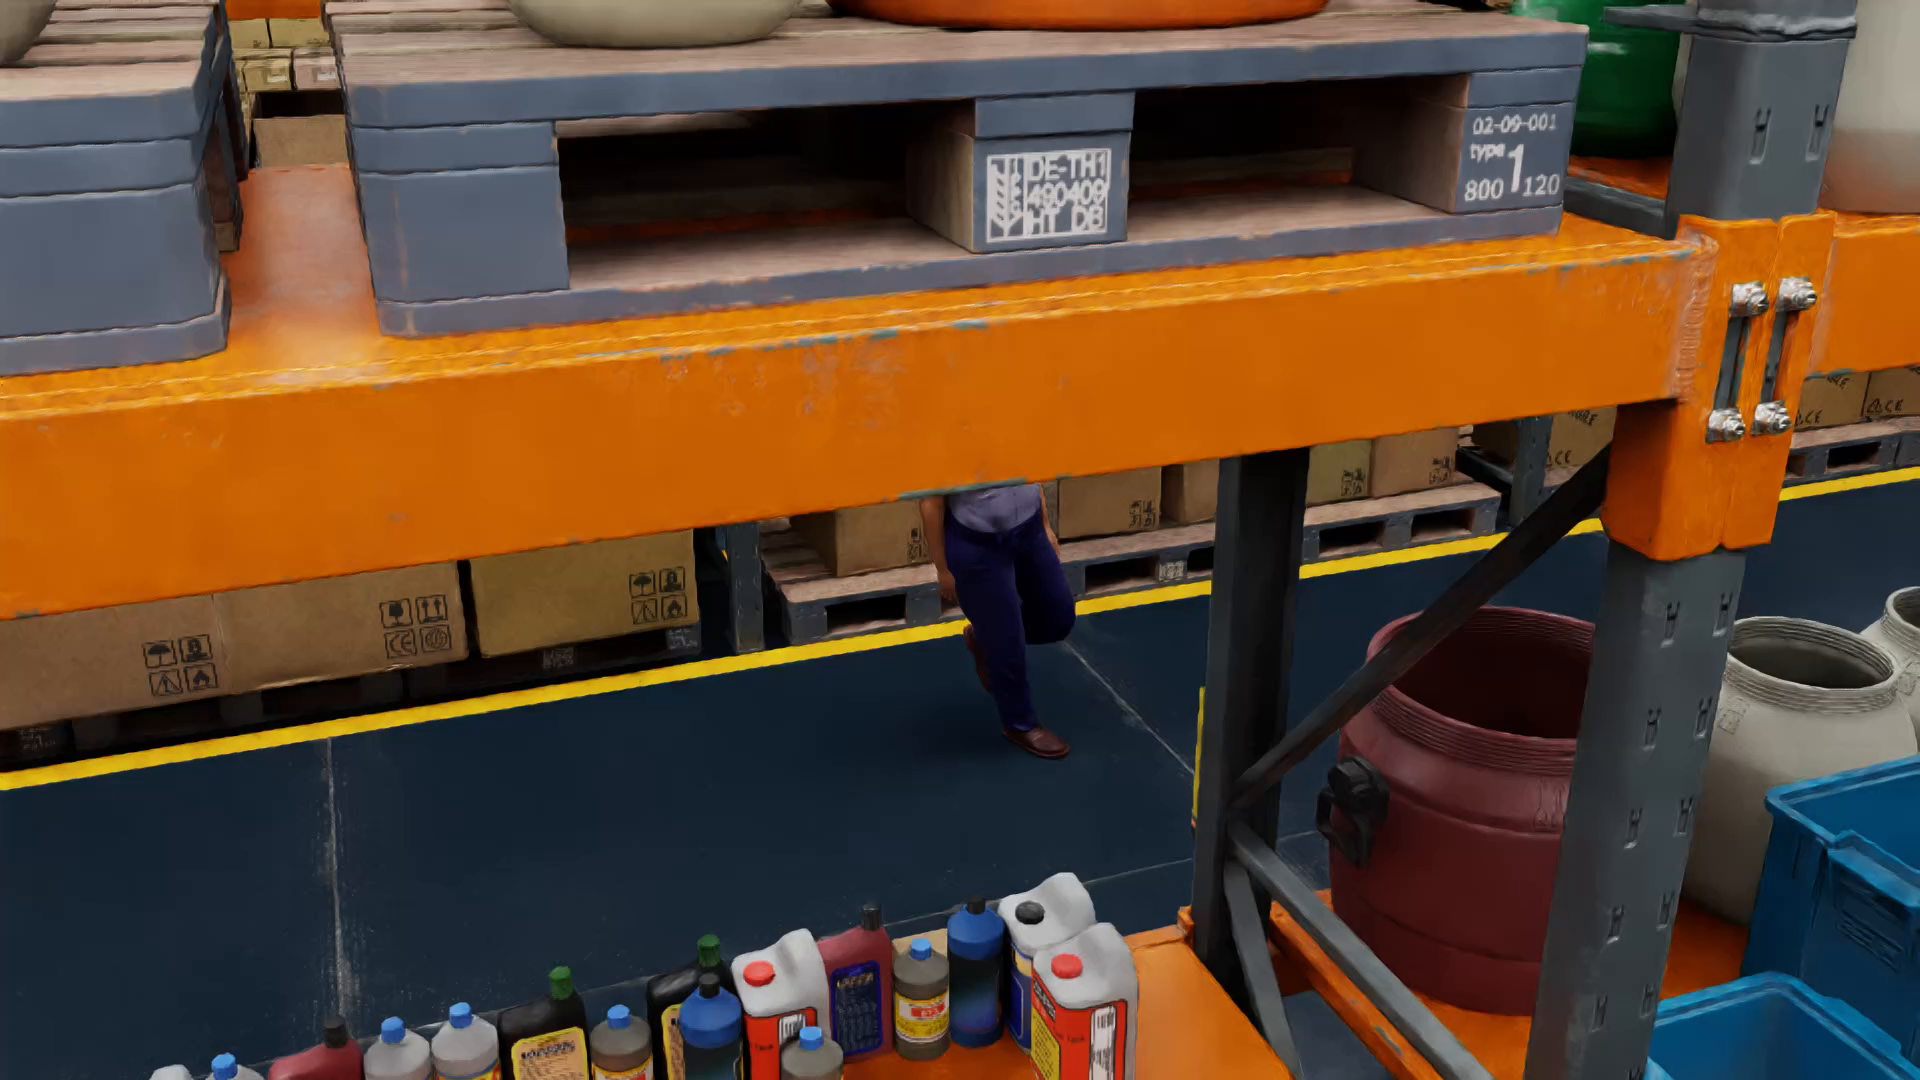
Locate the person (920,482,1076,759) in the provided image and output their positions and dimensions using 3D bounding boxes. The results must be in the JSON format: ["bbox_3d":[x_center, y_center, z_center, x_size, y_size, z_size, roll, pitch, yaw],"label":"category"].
[{"bbox_3d":[0.107,0.031,6.082,0.564,1.615,0.594,-20,30,-39],"label":"person"}]
